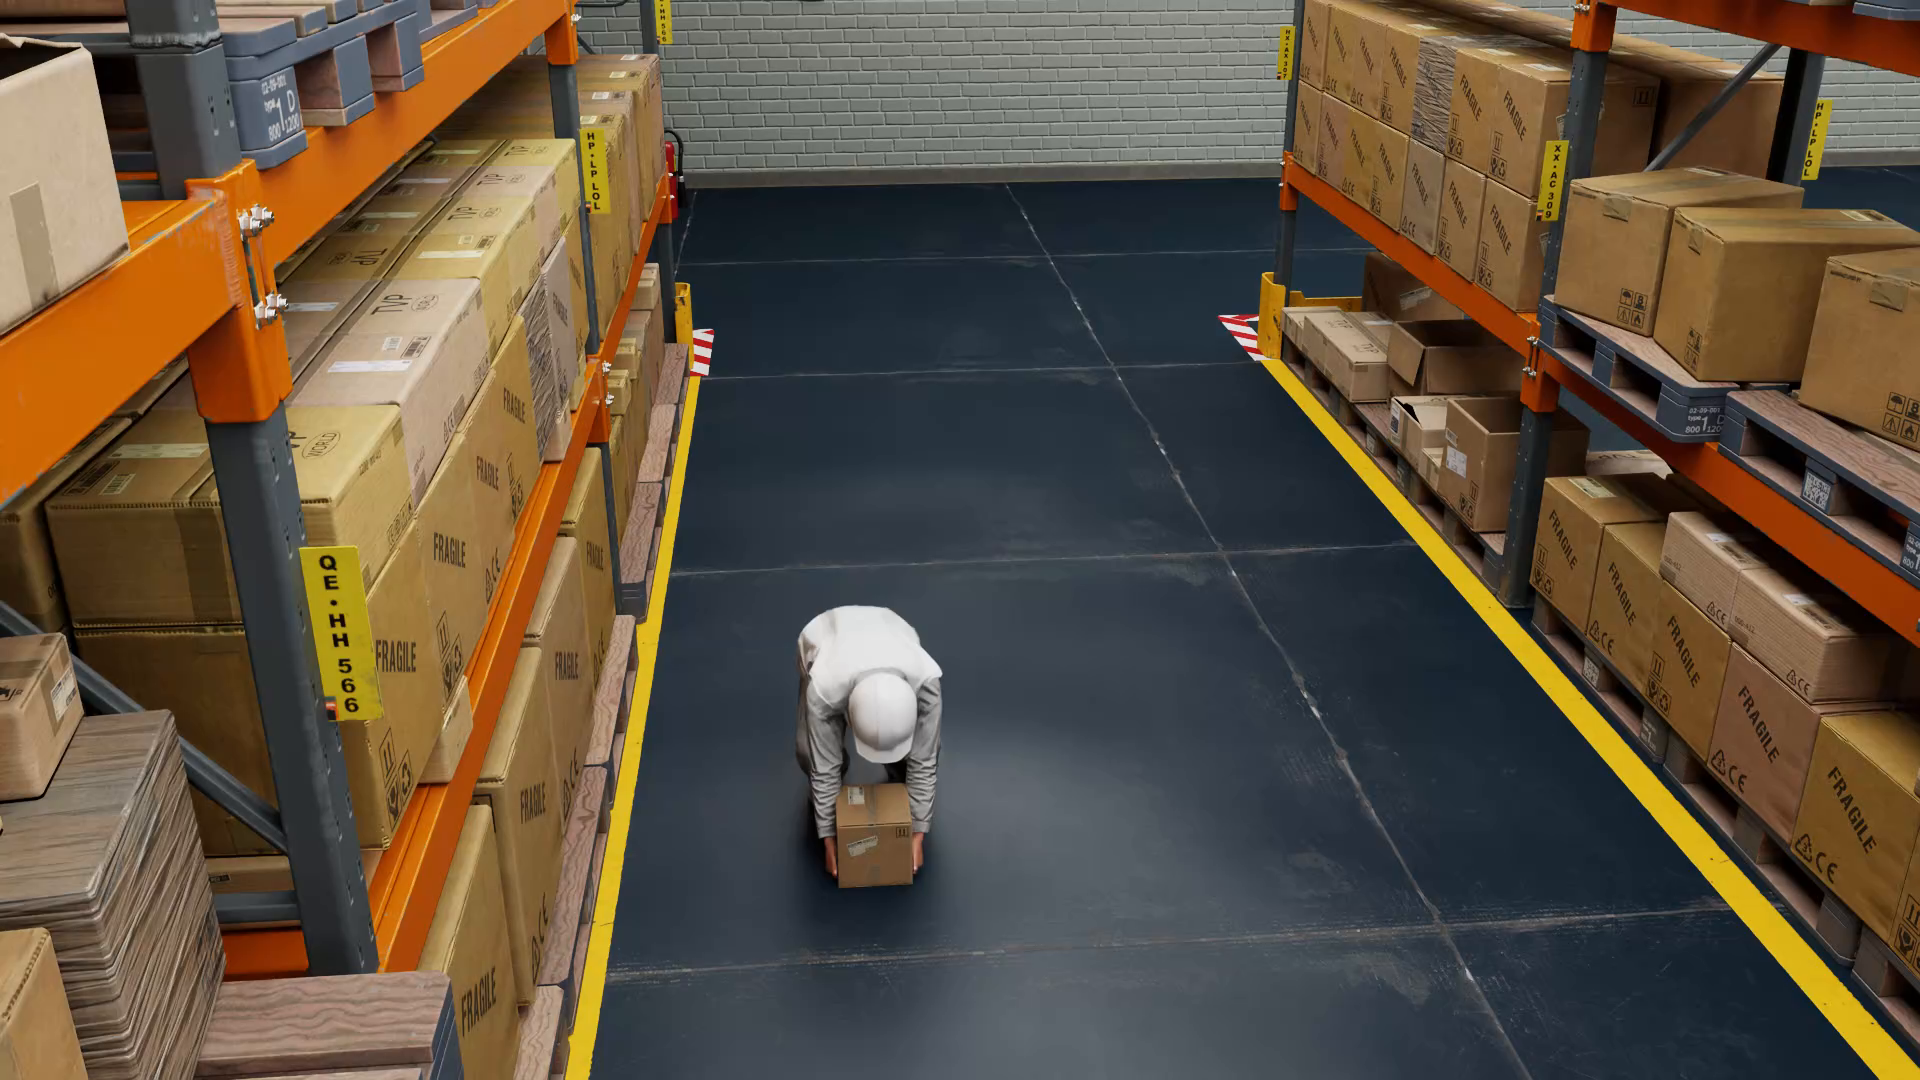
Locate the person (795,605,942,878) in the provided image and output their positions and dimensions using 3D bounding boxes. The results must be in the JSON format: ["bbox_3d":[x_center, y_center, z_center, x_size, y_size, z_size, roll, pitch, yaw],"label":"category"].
[{"bbox_3d":[-0.324,0.669,5.837,0.512,0.799,0.981,-2,24,-5],"label":"person"}]
